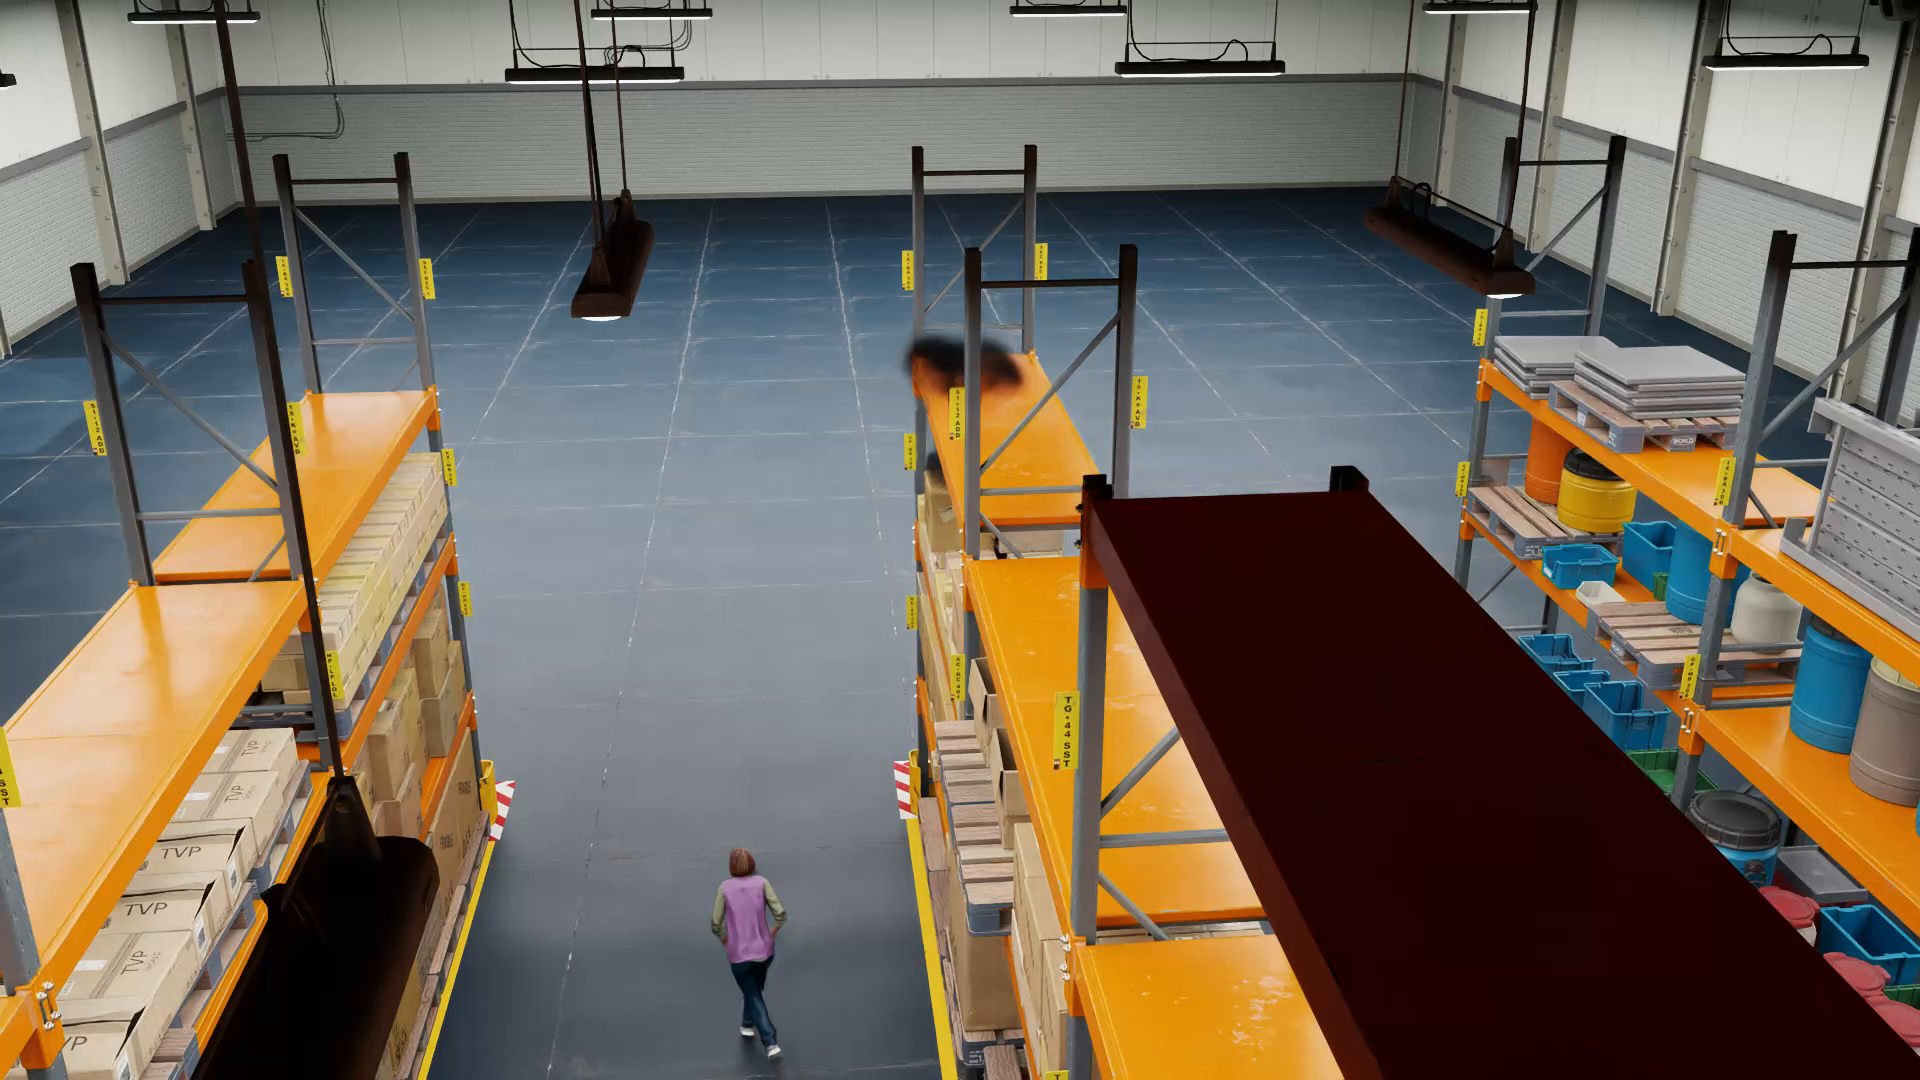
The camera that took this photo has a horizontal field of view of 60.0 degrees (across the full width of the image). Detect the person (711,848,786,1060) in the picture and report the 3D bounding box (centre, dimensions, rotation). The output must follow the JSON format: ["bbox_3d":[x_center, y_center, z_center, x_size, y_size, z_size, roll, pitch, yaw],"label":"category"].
[{"bbox_3d":[-1.490,3.061,12.002,0.538,1.494,0.918,-7,23,-16],"label":"person"}]
